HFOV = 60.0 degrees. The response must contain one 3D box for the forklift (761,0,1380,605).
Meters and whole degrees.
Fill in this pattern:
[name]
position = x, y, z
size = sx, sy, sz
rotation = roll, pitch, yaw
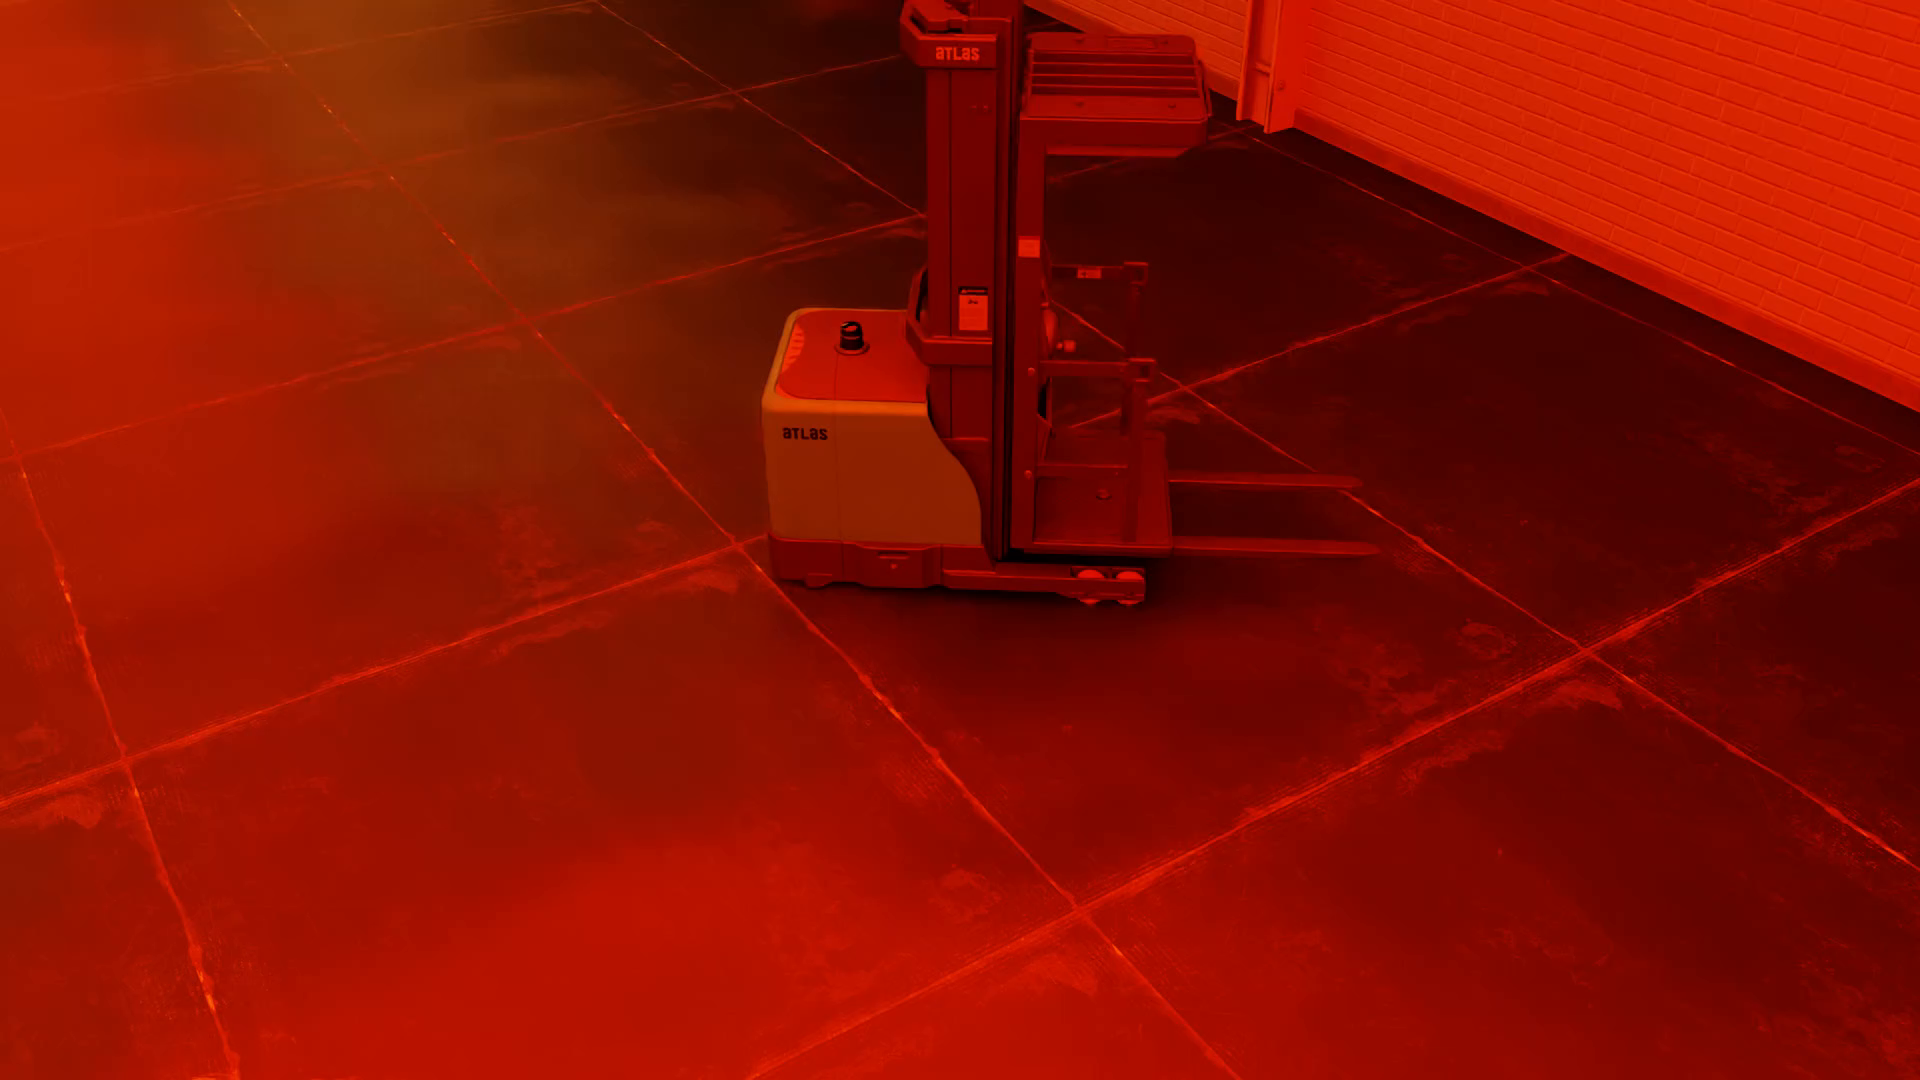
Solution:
[forklift]
position = 0.586, -1.195, 7.848
size = 3.031, 2.935, 1.130
rotation = 2, 35, 3
